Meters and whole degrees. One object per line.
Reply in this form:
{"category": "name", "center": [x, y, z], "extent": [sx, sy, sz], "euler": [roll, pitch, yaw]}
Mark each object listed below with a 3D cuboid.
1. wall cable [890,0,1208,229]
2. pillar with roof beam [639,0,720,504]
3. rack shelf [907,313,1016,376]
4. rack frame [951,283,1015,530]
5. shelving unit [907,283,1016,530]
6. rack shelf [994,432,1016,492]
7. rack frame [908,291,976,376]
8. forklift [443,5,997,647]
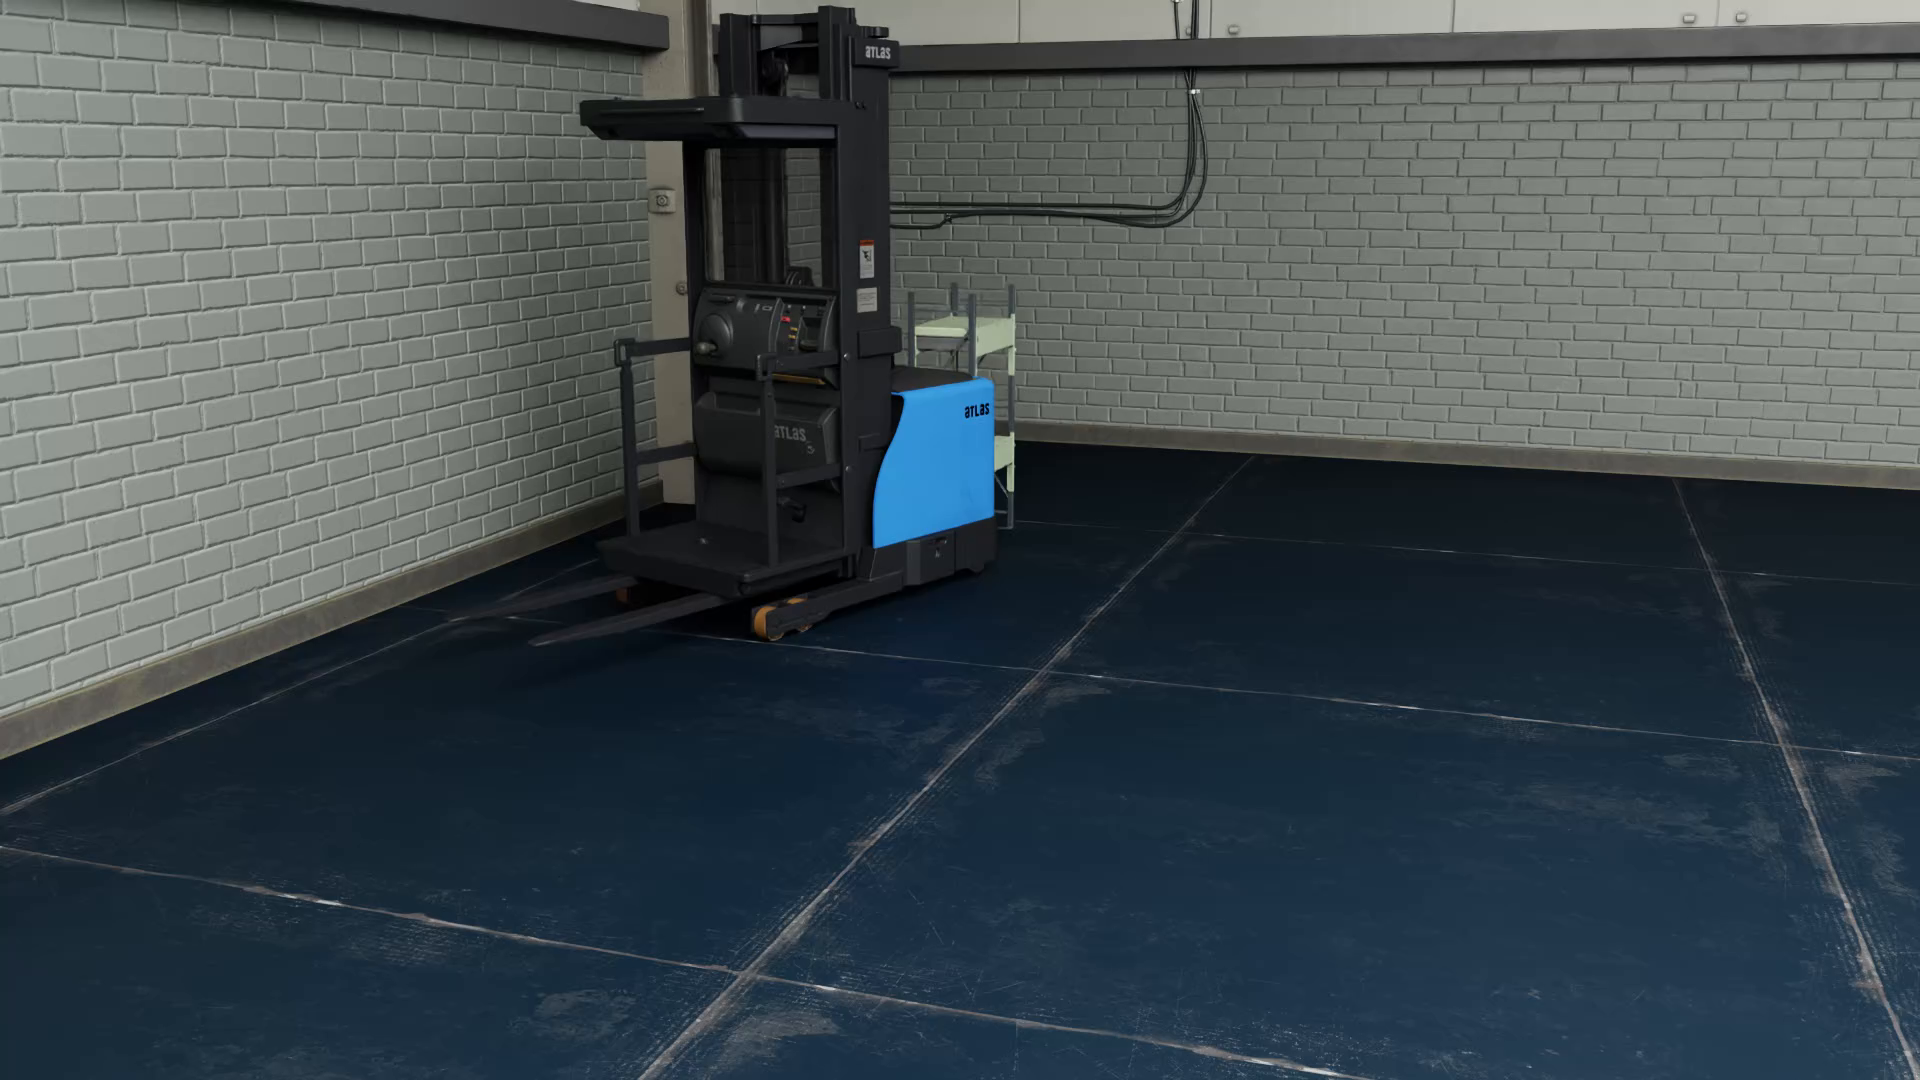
{"category": "wall cable", "center": [0.403, -3.684, 12.885], "extent": [3.097, 2.526, 0.112], "euler": [4, 14, 18]}
{"category": "pillar with roof beam", "center": [2.272, -4.363, 8.881], "extent": [9.100, 9.000, 0.400], "euler": [4, 14, 18]}
{"category": "rack shelf", "center": [0.018, -1.117, 9.757], "extent": [0.431, 0.370, 0.720], "euler": [4, 14, 19]}
{"category": "rack frame", "center": [0.139, -0.813, 10.180], "extent": [0.400, 1.500, 0.023], "euler": [4, 14, 19]}
{"category": "shelving unit", "center": [0.018, -0.736, 9.843], "extent": [0.431, 1.500, 0.755], "euler": [4, 14, 19]}
{"category": "rack shelf", "center": [0.018, -0.418, 9.916], "extent": [0.431, 0.370, 0.720], "euler": [4, 14, 19]}
{"category": "rack frame", "center": [-0.103, -0.659, 9.507], "extent": [0.400, 1.500, 0.023], "euler": [4, 14, 19]}
{"category": "forklift", "center": [-1.110, -1.075, 8.110], "extent": [1.130, 2.935, 3.031], "euler": [10, 16, 38]}
